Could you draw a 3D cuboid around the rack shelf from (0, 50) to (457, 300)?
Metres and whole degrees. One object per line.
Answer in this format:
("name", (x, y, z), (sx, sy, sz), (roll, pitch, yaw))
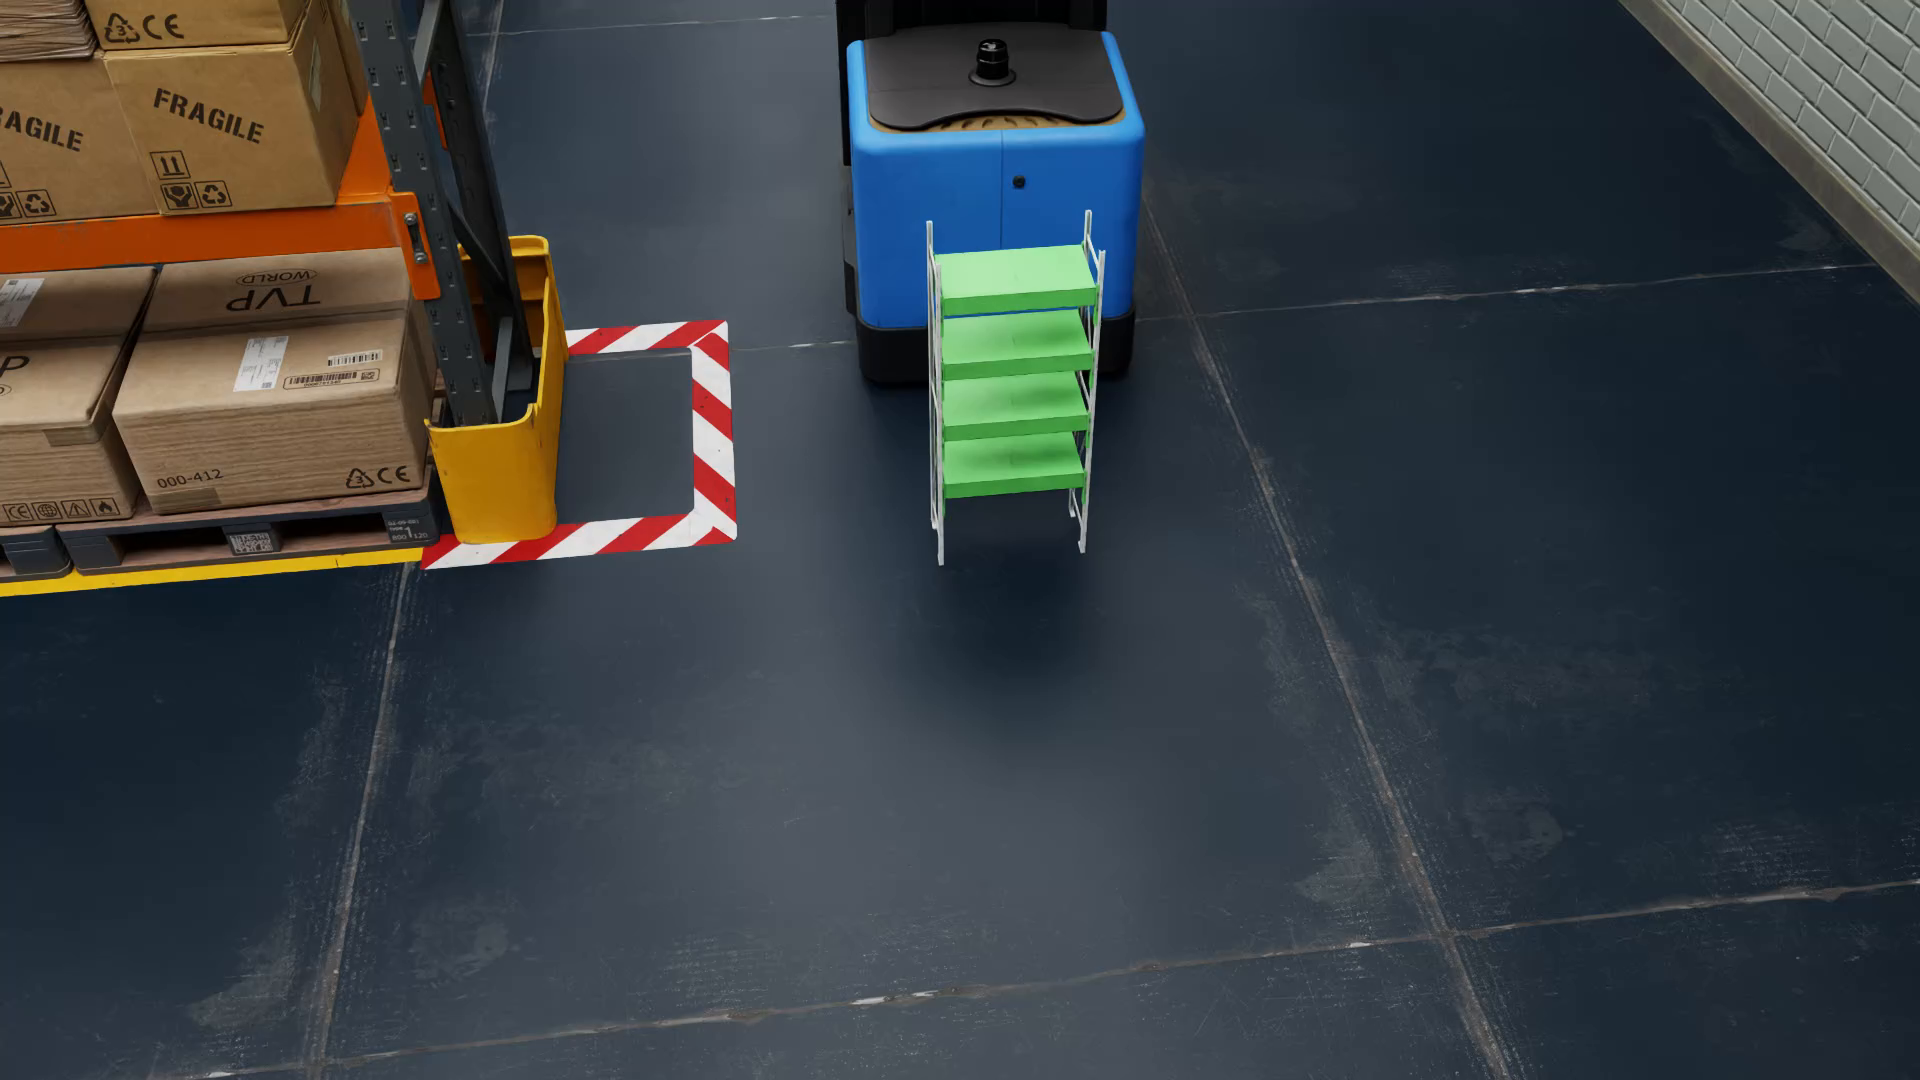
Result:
("rack shelf", (-3.656, -1.052, 5.214), (4.000, 0.370, 1.077), (-5, 42, -6))

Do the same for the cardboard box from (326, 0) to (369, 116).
("cardboard box", (-2.186, -1.679, 5.297), (0.500, 0.500, 0.500), (-5, 42, -6))

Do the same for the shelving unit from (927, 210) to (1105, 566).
("shelving unit", (0.164, -0.460, 5.364), (0.503, 1.200, 0.258), (-5, 42, -6))

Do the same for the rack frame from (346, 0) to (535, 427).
("rack frame", (-1.672, -1.493, 5.166), (0.127, 3.000, 1.000), (-5, 42, -6))

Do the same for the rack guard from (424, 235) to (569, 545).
("rack guard", (-1.649, -0.567, 6.005), (0.348, 0.500, 1.175), (-5, 42, -6))

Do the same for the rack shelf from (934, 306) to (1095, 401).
("rack shelf", (0.164, -0.591, 5.246), (0.480, 0.148, 0.258), (-5, 42, -6))

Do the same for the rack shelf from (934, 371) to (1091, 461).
("rack shelf", (0.164, -0.412, 5.407), (0.480, 0.148, 0.258), (-5, 42, -6))

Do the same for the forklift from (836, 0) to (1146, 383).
("forklift", (0.025, -2.665, 6.516), (1.130, 2.935, 3.031), (-3, 42, -3))

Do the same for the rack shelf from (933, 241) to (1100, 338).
("rack shelf", (0.164, -0.769, 5.085), (0.480, 0.148, 0.258), (-5, 42, -6))

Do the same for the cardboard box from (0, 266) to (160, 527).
("cardboard box", (-3.220, -0.489, 5.652), (0.875, 0.438, 0.875), (-4, 42, -4))

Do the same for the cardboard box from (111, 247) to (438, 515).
("cardboard box", (-2.314, -0.574, 5.746), (0.875, 0.438, 0.875), (-6, 42, -7))

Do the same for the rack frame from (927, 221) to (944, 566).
("rack frame", (-0.078, -0.439, 5.341), (0.015, 1.200, 0.240), (-5, 42, -6))

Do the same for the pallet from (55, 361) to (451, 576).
("pallet", (-2.455, -0.336, 5.965), (1.213, 0.211, 1.003), (-5, 42, -6))

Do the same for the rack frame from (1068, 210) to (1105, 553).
("rack frame", (0.406, -0.481, 5.388), (0.015, 1.200, 0.240), (-5, 42, -6))

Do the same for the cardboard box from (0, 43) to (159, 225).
("cardboard box", (-2.616, -1.279, 4.854), (0.500, 0.500, 0.500), (-6, 42, -6))

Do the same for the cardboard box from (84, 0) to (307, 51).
("cardboard box", (-2.120, -1.701, 4.575), (0.500, 0.500, 0.500), (-4, 42, -4))

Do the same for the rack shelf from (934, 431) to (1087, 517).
("rack shelf", (0.164, -0.234, 5.568), (0.480, 0.148, 0.258), (-5, 42, -6))

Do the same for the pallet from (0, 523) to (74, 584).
("pallet", (-3.662, -0.232, 5.850), (1.213, 0.211, 1.003), (-5, 42, -6))

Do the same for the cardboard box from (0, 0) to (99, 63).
("cardboard box", (-2.634, -1.636, 4.504), (0.500, 0.500, 0.500), (-5, 42, -5))

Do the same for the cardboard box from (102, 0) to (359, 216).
("cardboard box", (-2.116, -1.312, 4.891), (0.500, 0.500, 0.500), (-5, 42, -5))
